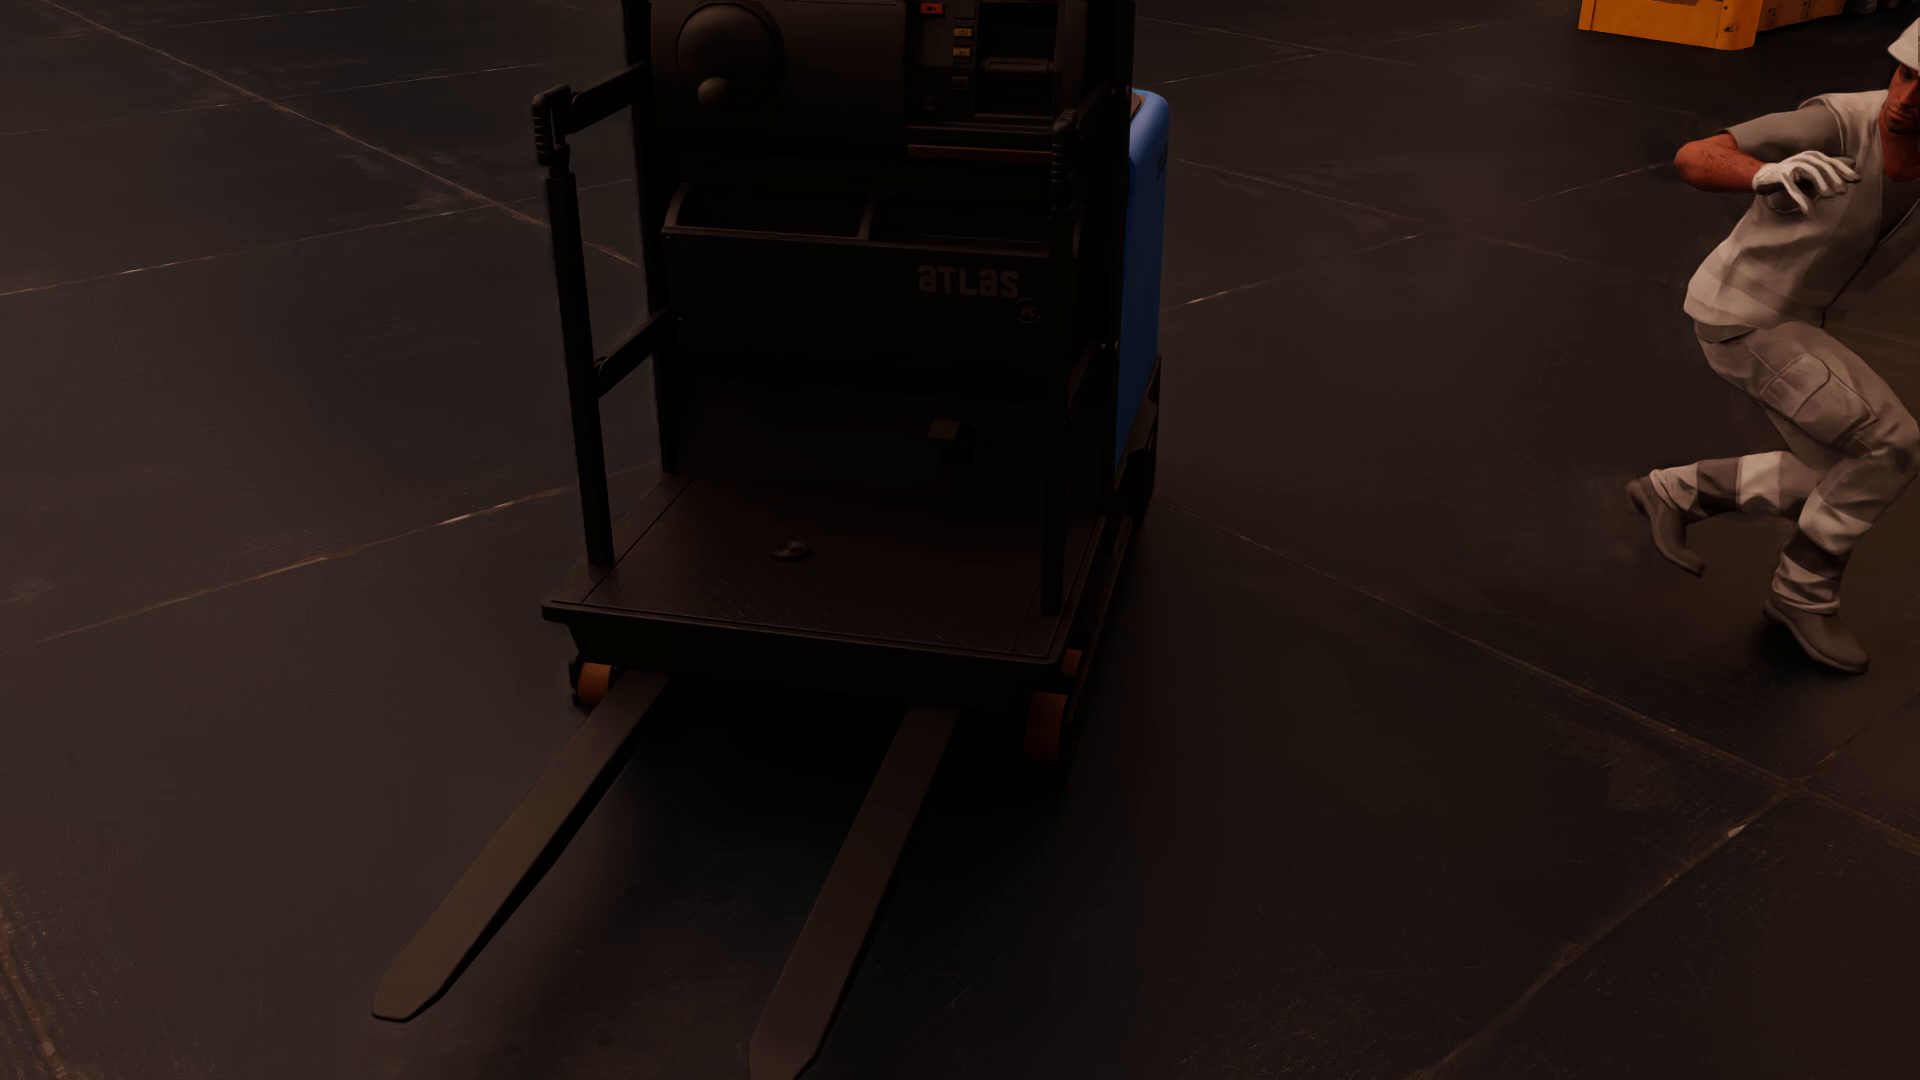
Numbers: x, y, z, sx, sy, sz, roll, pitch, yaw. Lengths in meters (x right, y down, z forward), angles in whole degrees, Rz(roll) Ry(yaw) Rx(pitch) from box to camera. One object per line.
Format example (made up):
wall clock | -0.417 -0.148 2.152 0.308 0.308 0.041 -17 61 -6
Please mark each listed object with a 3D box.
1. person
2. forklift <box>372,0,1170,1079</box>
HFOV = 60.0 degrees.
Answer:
person | 2.028 -0.408 3.661 0.812 1.489 1.092 -17 31 -31
forklift | -0.237 -1.011 3.241 1.130 2.935 3.031 6 27 12
